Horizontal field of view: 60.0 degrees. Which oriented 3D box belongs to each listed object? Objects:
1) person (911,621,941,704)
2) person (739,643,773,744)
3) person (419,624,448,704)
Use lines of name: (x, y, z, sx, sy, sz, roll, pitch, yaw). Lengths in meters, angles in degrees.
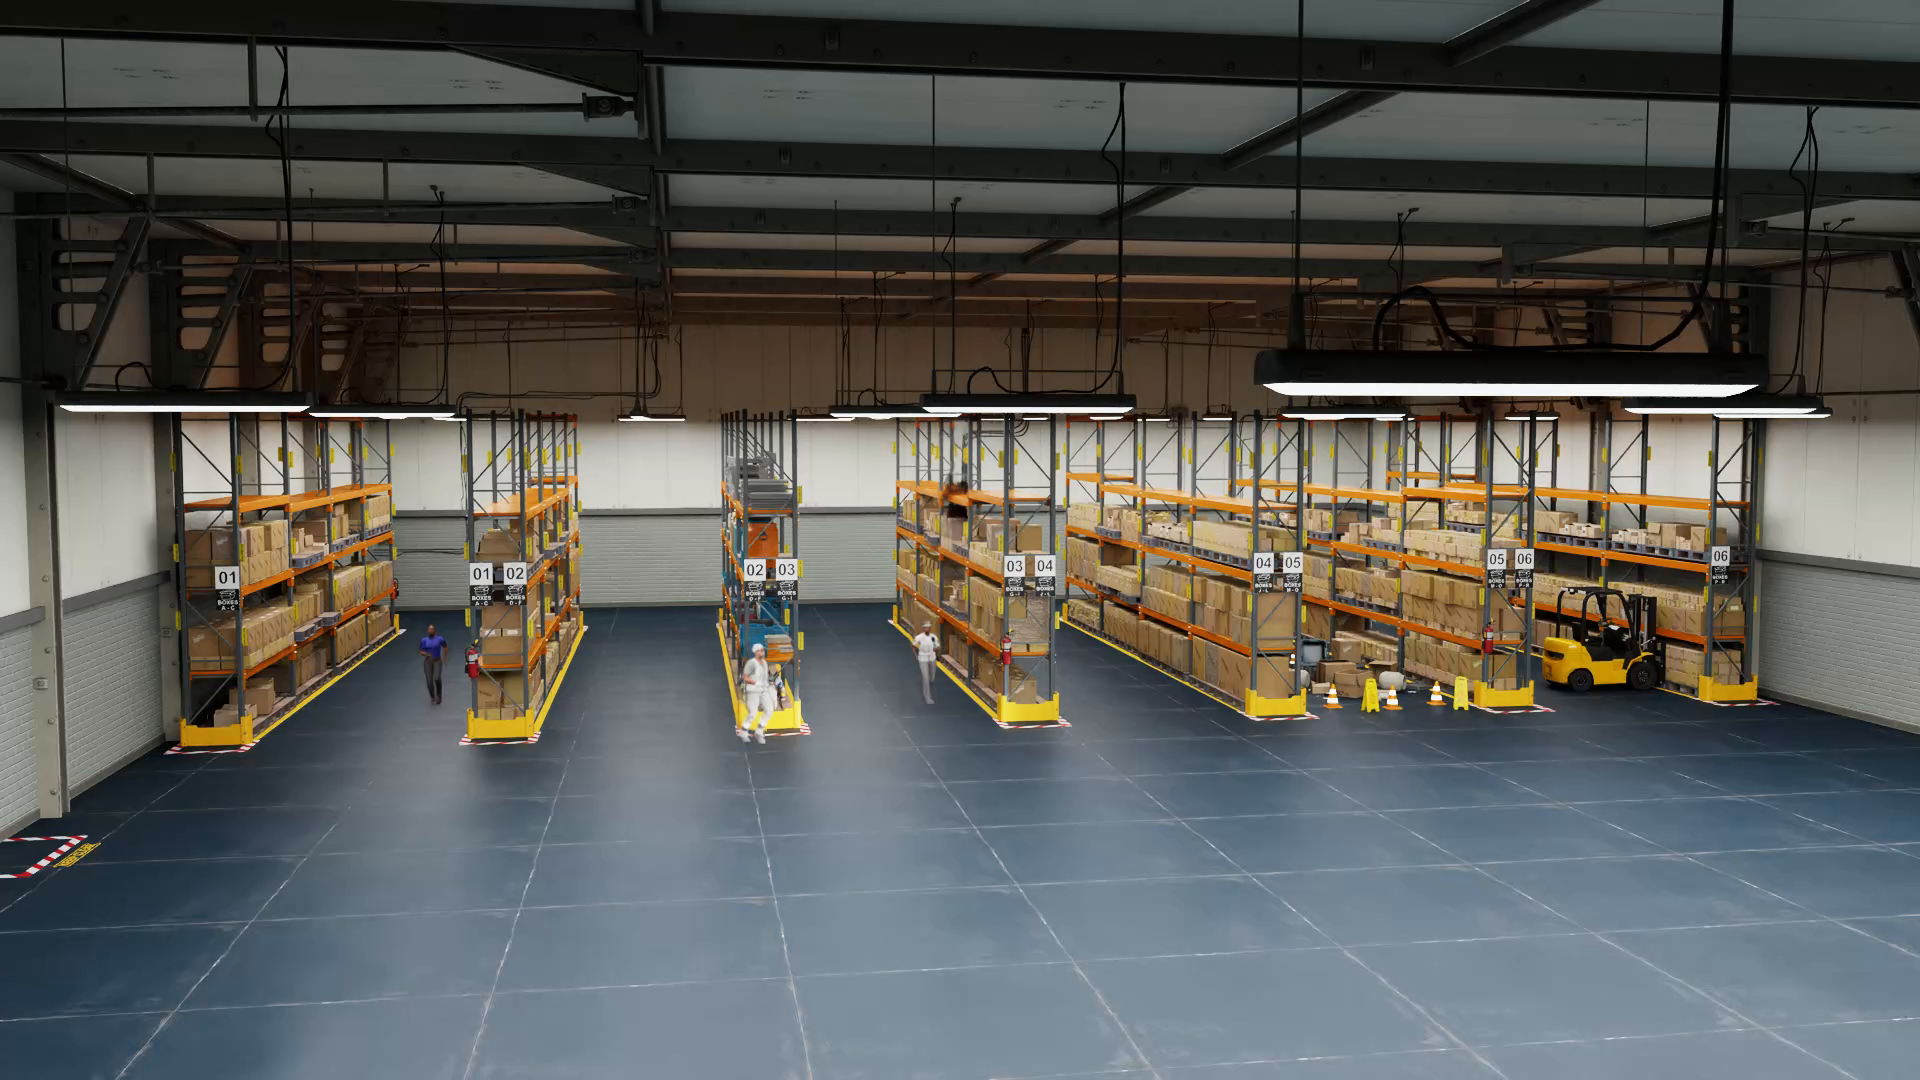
person: (-0.682, 2.484, 34.162, 0.583, 1.674, 0.919, -1, 4, -19)
person: (-3.615, 2.769, 29.833, 0.615, 1.834, 0.714, 3, 5, 33)
person: (-10.726, 2.536, 33.871, 0.544, 1.638, 0.651, -1, 4, -12)
